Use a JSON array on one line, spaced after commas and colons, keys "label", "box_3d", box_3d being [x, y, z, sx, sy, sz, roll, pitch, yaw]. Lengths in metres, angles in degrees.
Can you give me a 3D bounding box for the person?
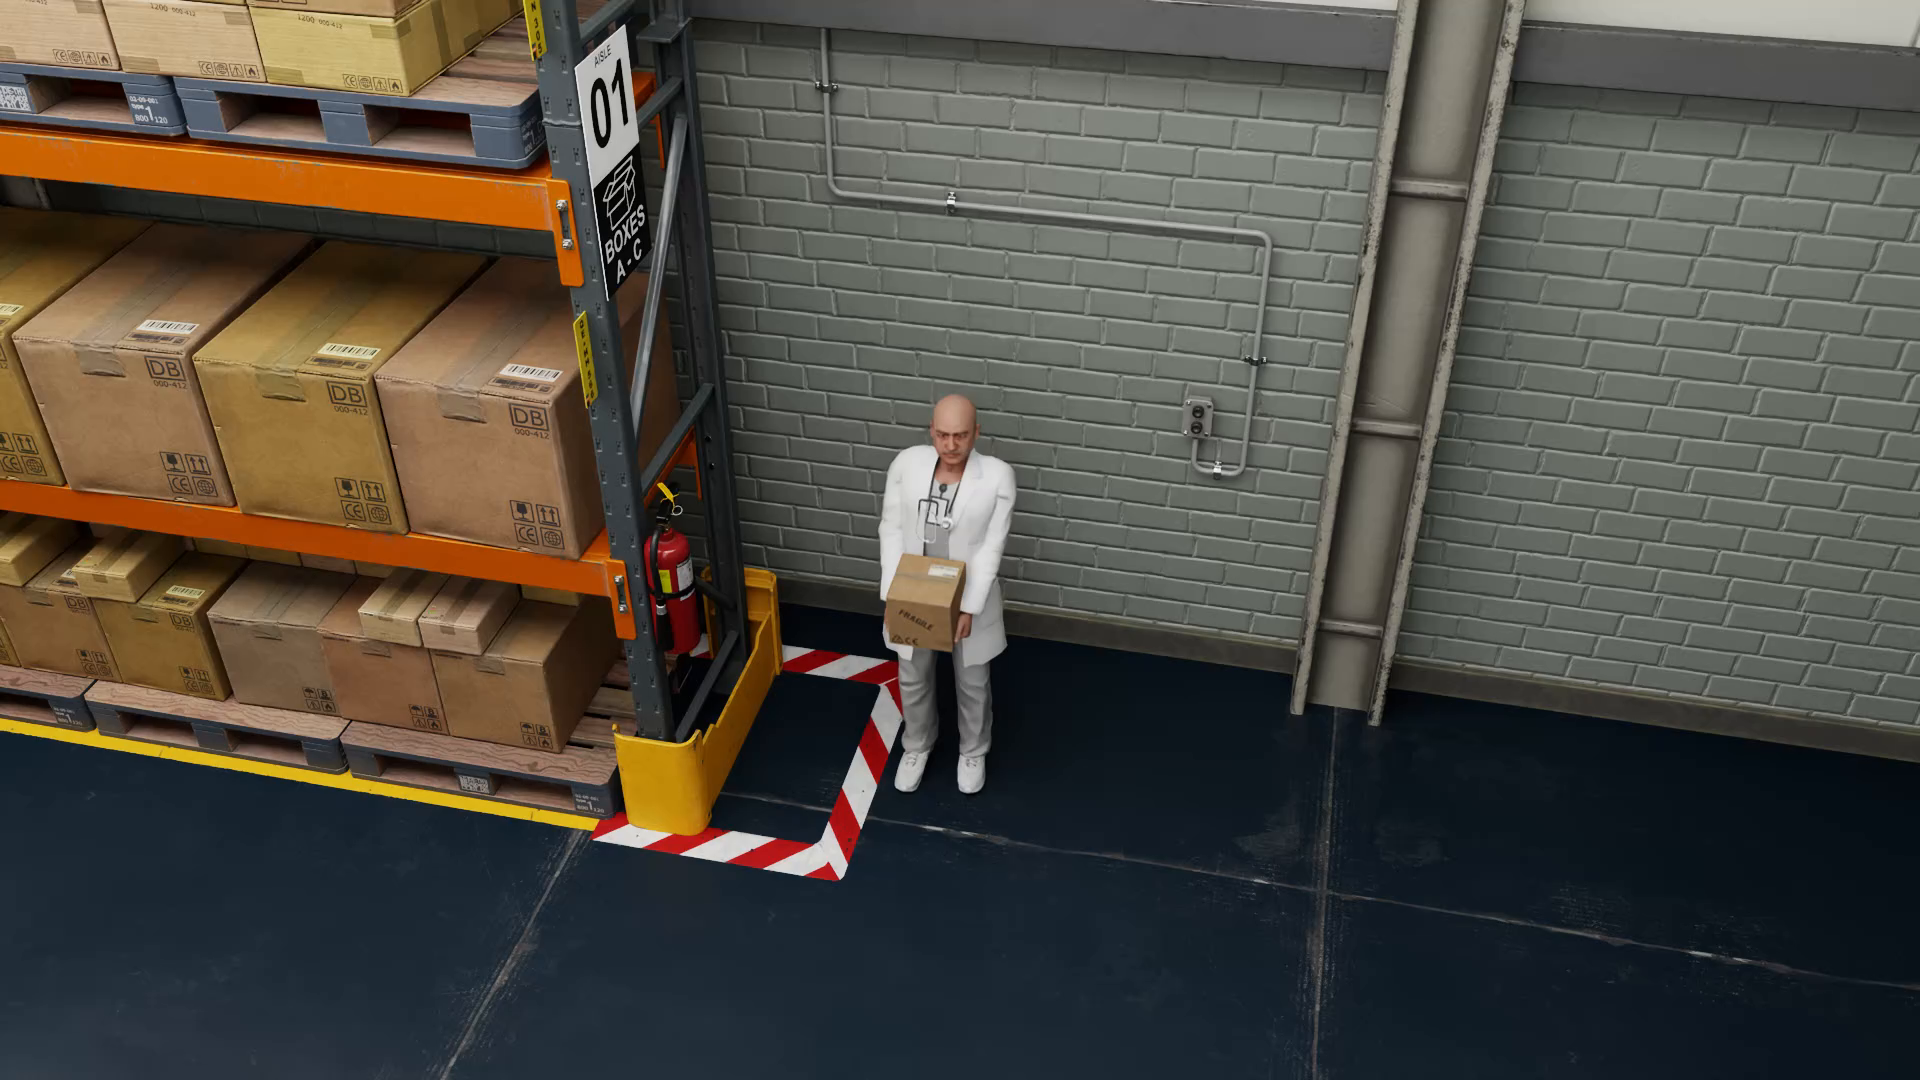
[{"label": "person", "box_3d": [-0.074, 0.282, 6.599, 0.529, 1.772, 0.553, 8, 37, 11]}]
